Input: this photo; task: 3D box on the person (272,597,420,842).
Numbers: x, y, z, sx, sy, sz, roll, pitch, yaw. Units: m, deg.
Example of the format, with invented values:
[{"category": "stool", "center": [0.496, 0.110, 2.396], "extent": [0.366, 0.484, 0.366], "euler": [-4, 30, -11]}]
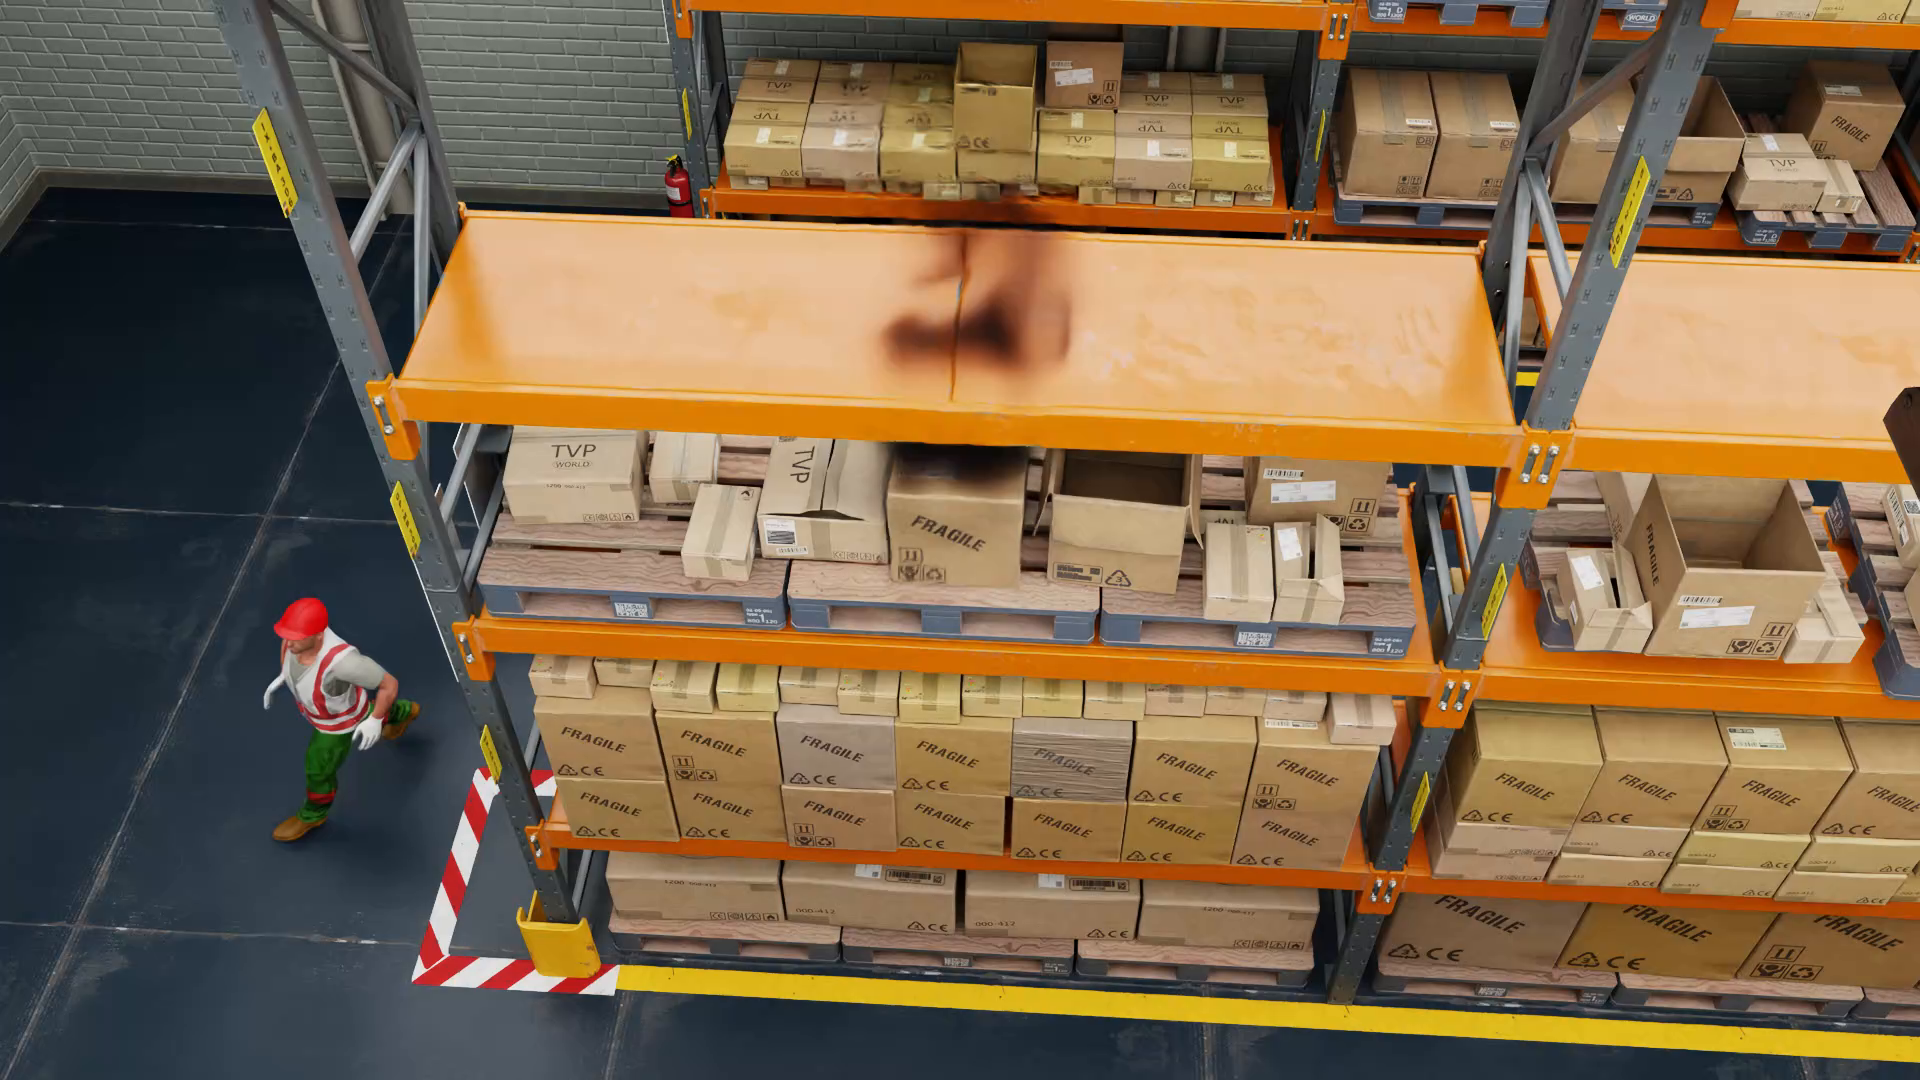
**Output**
[{"category": "person", "center": [10.849, -2.918, 7.293], "extent": [18.708, 8.953, 23.190], "euler": [35, 57, 27]}]
